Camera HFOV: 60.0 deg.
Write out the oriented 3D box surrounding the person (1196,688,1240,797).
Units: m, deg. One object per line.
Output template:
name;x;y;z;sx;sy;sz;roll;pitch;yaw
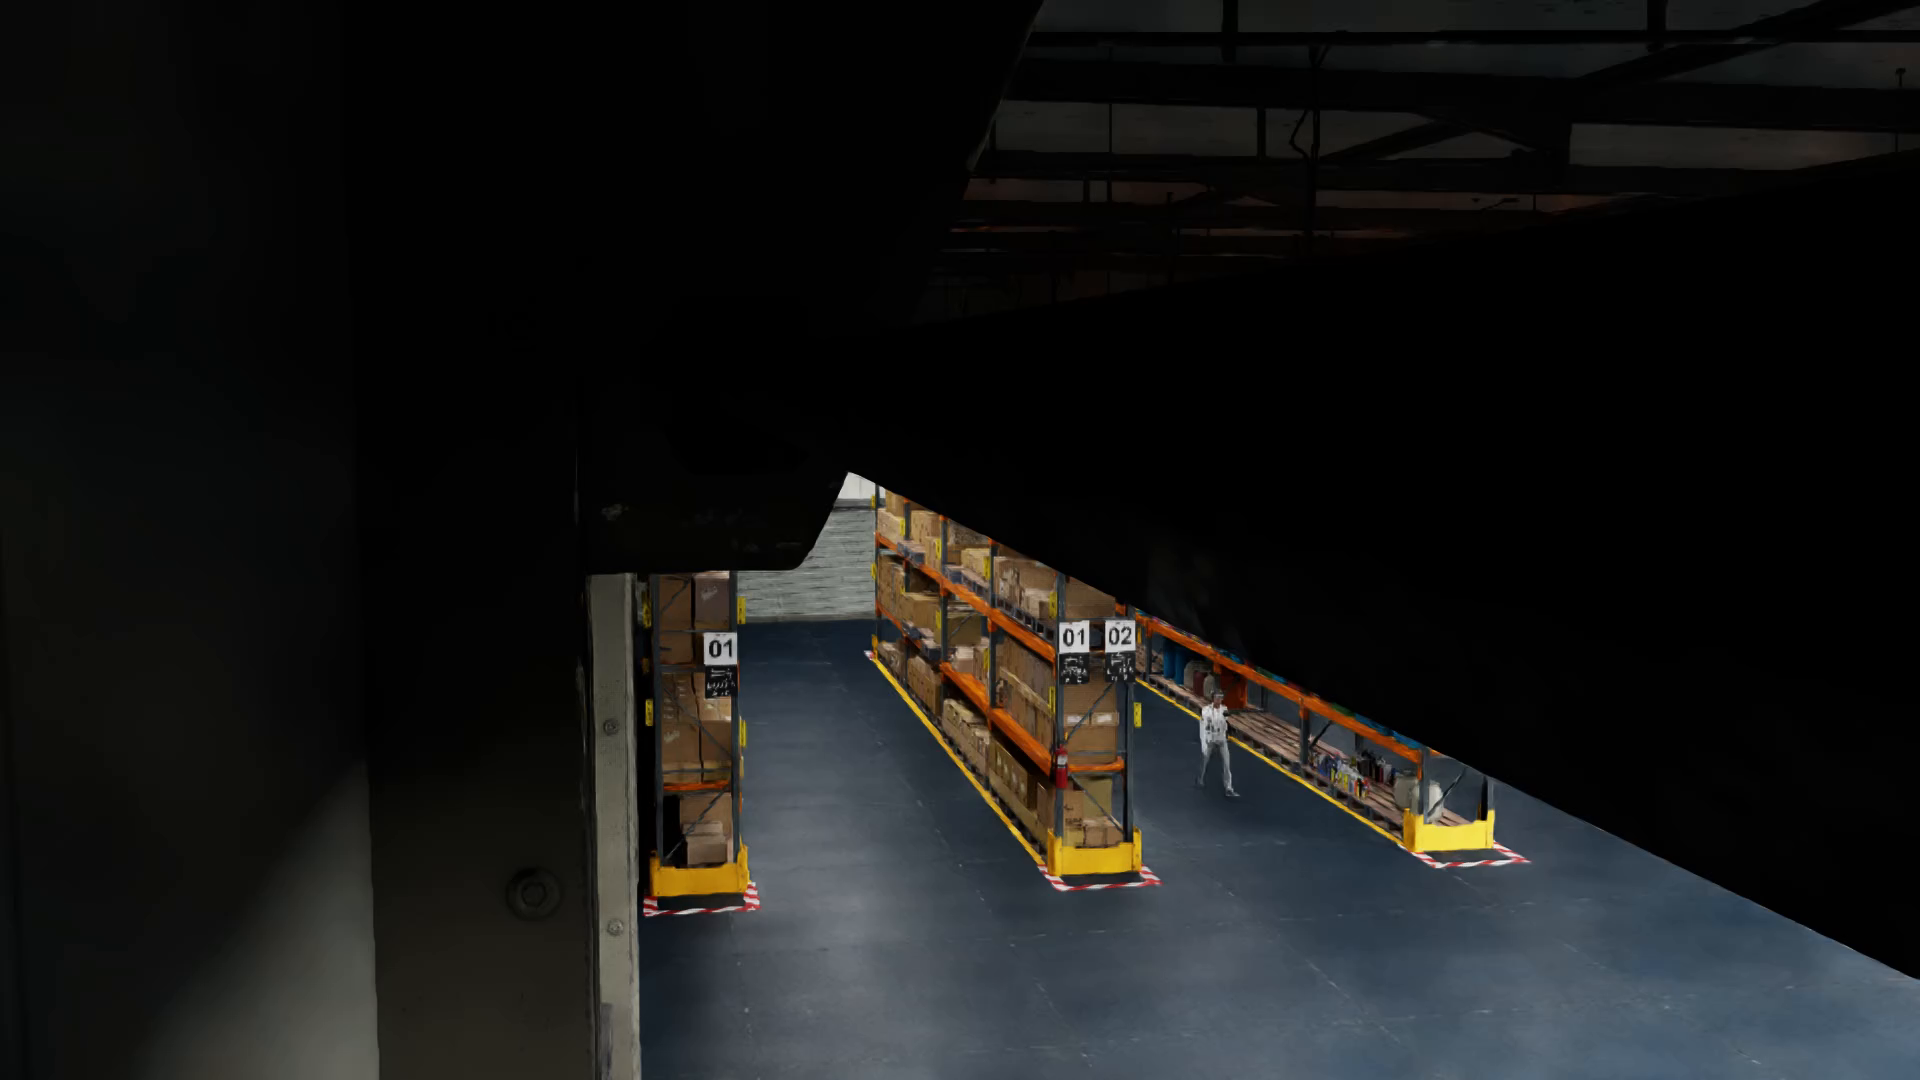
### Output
person;3.793;2.977;24.744;0.498;1.585;1.075;-1;6;-13
